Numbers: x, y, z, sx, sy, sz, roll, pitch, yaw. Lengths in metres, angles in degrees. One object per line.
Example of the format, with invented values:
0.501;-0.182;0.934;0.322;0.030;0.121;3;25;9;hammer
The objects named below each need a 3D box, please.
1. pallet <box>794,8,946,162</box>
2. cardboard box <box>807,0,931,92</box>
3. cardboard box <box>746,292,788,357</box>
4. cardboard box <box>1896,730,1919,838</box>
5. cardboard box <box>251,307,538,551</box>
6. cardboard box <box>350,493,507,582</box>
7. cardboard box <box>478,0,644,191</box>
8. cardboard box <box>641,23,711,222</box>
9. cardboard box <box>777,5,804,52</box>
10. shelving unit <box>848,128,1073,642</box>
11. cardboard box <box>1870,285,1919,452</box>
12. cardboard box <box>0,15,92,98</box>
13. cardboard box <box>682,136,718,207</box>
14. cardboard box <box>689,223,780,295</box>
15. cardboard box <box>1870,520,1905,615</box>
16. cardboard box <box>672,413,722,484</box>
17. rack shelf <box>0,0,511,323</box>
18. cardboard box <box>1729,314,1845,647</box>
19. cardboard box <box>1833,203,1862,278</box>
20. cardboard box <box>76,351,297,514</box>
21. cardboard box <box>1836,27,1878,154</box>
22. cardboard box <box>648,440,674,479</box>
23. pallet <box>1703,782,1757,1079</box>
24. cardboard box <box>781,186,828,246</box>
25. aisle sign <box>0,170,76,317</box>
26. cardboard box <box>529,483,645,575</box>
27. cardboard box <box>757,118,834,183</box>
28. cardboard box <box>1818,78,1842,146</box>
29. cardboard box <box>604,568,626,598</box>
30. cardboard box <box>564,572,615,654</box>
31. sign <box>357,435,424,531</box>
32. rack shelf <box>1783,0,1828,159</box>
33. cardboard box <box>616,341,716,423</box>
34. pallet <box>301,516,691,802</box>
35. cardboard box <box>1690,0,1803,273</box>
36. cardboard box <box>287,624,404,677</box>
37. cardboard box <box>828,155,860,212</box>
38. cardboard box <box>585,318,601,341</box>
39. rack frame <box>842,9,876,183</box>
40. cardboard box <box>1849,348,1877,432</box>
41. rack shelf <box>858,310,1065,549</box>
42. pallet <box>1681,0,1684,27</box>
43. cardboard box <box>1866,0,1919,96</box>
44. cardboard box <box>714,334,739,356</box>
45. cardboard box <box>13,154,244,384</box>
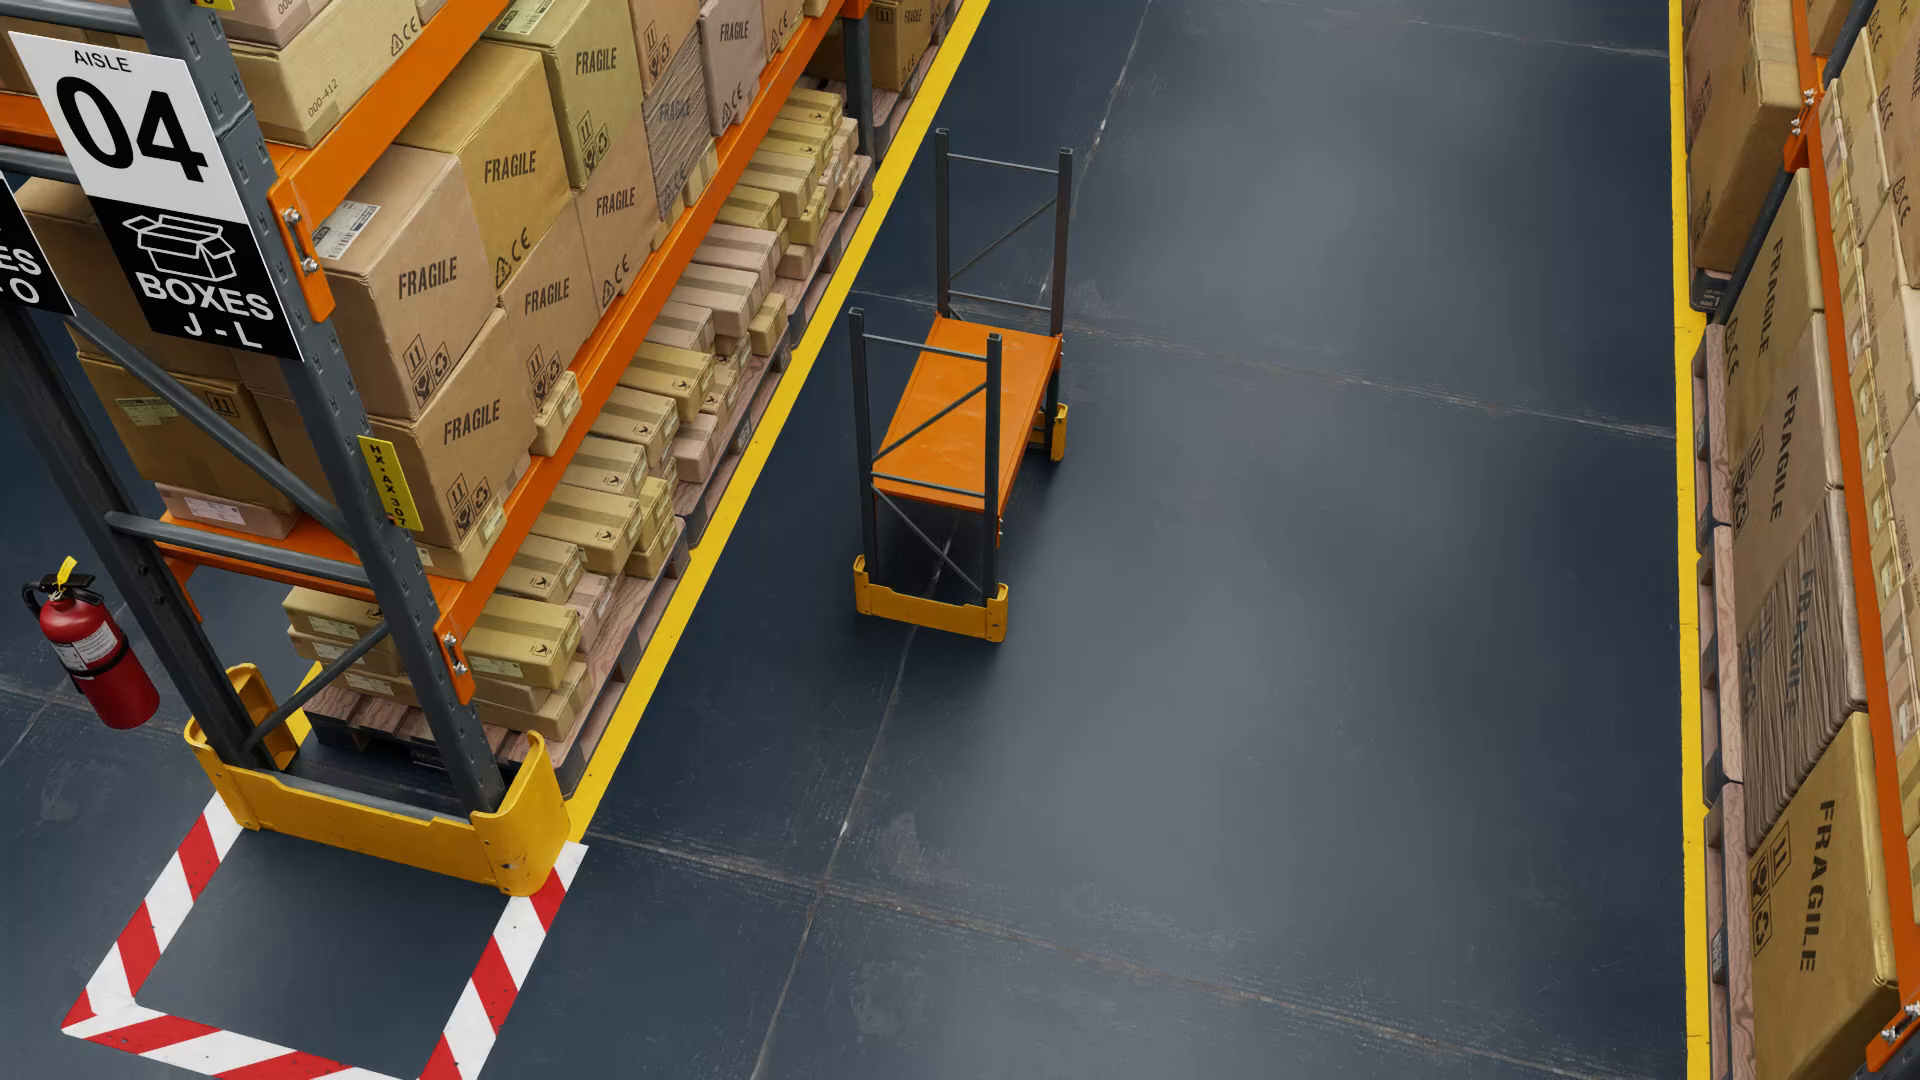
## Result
-0.712;-2.495;8.730;1.003;0.211;1.213;12;50;10;pallet
-0.465;-2.648;8.393;0.500;0.500;0.500;13;50;11;cardboard box
-0.962;-0.950;7.128;0.380;0.149;0.250;11;50;10;cardboard box
2.633;0.663;4.251;0.380;0.149;0.250;12;50;10;cardboard box
-1.584;-0.363;4.723;0.500;0.500;0.500;14;50;12;cardboard box
-1.567;-0.048;4.878;0.380;0.149;0.250;11;50;10;cardboard box
-1.309;-1.434;5.002;0.500;0.500;0.500;11;49;9;cardboard box
-1.198;-1.477;5.706;0.500;0.500;0.500;10;49;9;cardboard box
-0.856;-2.129;6.715;0.380;0.149;0.250;13;50;12;cardboard box
0.020;-0.551;6.155;0.587;1.500;1.083;12;50;10;shelving unit
3.063;-0.473;4.988;0.500;0.250;0.500;12;50;10;cardboard box
-2.104;-1.285;3.902;0.500;0.250;0.500;11;49;9;cardboard box
-1.107;-1.373;6.048;0.380;0.149;0.250;12;50;11;cardboard box
-0.971;-1.178;6.932;0.380;0.149;0.250;9;49;8;cardboard box
2.834;0.112;4.737;0.380;0.149;0.250;11;49;9;cardboard box
-1.175;-0.389;6.633;0.380;0.149;0.250;9;49;8;cardboard box
-1.442;-2.162;5.056;1.077;0.370;4.000;12;50;10;rack shelf
3.355;-0.126;5.916;0.875;0.875;0.875;12;50;10;cardboard box
3.239;-1.000;5.718;0.380;0.149;0.250;10;49;9;cardboard box
-2.098;-0.469;4.817;0.500;0.500;0.500;12;50;11;cardboard box
3.467;-1.563;5.949;0.500;0.250;0.500;11;49;9;cardboard box
-1.327;-0.340;6.391;0.380;0.149;0.250;9;49;8;cardboard box
2.925;1.420;5.275;1.003;0.211;1.213;12;50;10;pallet
-0.804;-1.462;7.382;0.380;0.149;0.250;10;49;9;cardboard box
-2.277;-0.828;3.665;0.394;0.787;0.004;12;50;10;aisle sign
-1.356;-0.046;5.933;0.380;0.149;0.250;11;50;10;cardboard box
-0.787;-1.746;7.433;0.380;0.149;0.250;12;50;11;cardboard box
3.444;-1.571;6.222;0.380;0.149;0.250;12;50;10;cardboard box
-1.473;0.141;6.165;0.380;0.149;0.250;12;50;10;cardboard box
-1.456;0.230;5.889;0.380;0.149;0.250;11;50;10;cardboard box
-1.445;-0.141;4.215;0.100;0.325;0.005;12;50;10;sign
4.369;-3.011;7.806;1.077;0.370;4.000;12;50;10;rack shelf
-1.175;-0.621;6.441;0.380;0.149;0.250;12;50;11;cardboard box
-1.700;0.326;6.240;1.003;0.211;1.213;12;50;10;pallet
3.992;-1.705;7.310;1.225;0.875;0.875;12;50;10;cardboard box
-2.105;0.307;5.820;0.380;0.149;0.250;10;49;9;cardboard box
-0.690;-1.699;7.789;0.380;0.149;0.250;12;50;11;cardboard box
-1.386;-0.830;5.568;0.380;0.149;0.250;11;50;10;cardboard box
-0.915;-2.854;7.187;1.000;3.000;0.127;12;50;10;rack frame
3.035;-0.443;5.227;0.380;0.149;0.250;10;49;9;cardboard box
0.022;-0.439;6.296;0.538;0.185;1.000;12;50;10;rack shelf
4.616;-3.218;9.368;1.003;0.211;1.213;12;50;10;pallet
3.470;-1.804;5.661;0.500;0.500;0.500;12;50;10;cardboard box
-1.103;-0.922;6.905;0.380;0.149;0.250;9;49;8;cardboard box
-2.088;-0.804;4.445;0.500;0.500;0.500;11;49;9;cardboard box
